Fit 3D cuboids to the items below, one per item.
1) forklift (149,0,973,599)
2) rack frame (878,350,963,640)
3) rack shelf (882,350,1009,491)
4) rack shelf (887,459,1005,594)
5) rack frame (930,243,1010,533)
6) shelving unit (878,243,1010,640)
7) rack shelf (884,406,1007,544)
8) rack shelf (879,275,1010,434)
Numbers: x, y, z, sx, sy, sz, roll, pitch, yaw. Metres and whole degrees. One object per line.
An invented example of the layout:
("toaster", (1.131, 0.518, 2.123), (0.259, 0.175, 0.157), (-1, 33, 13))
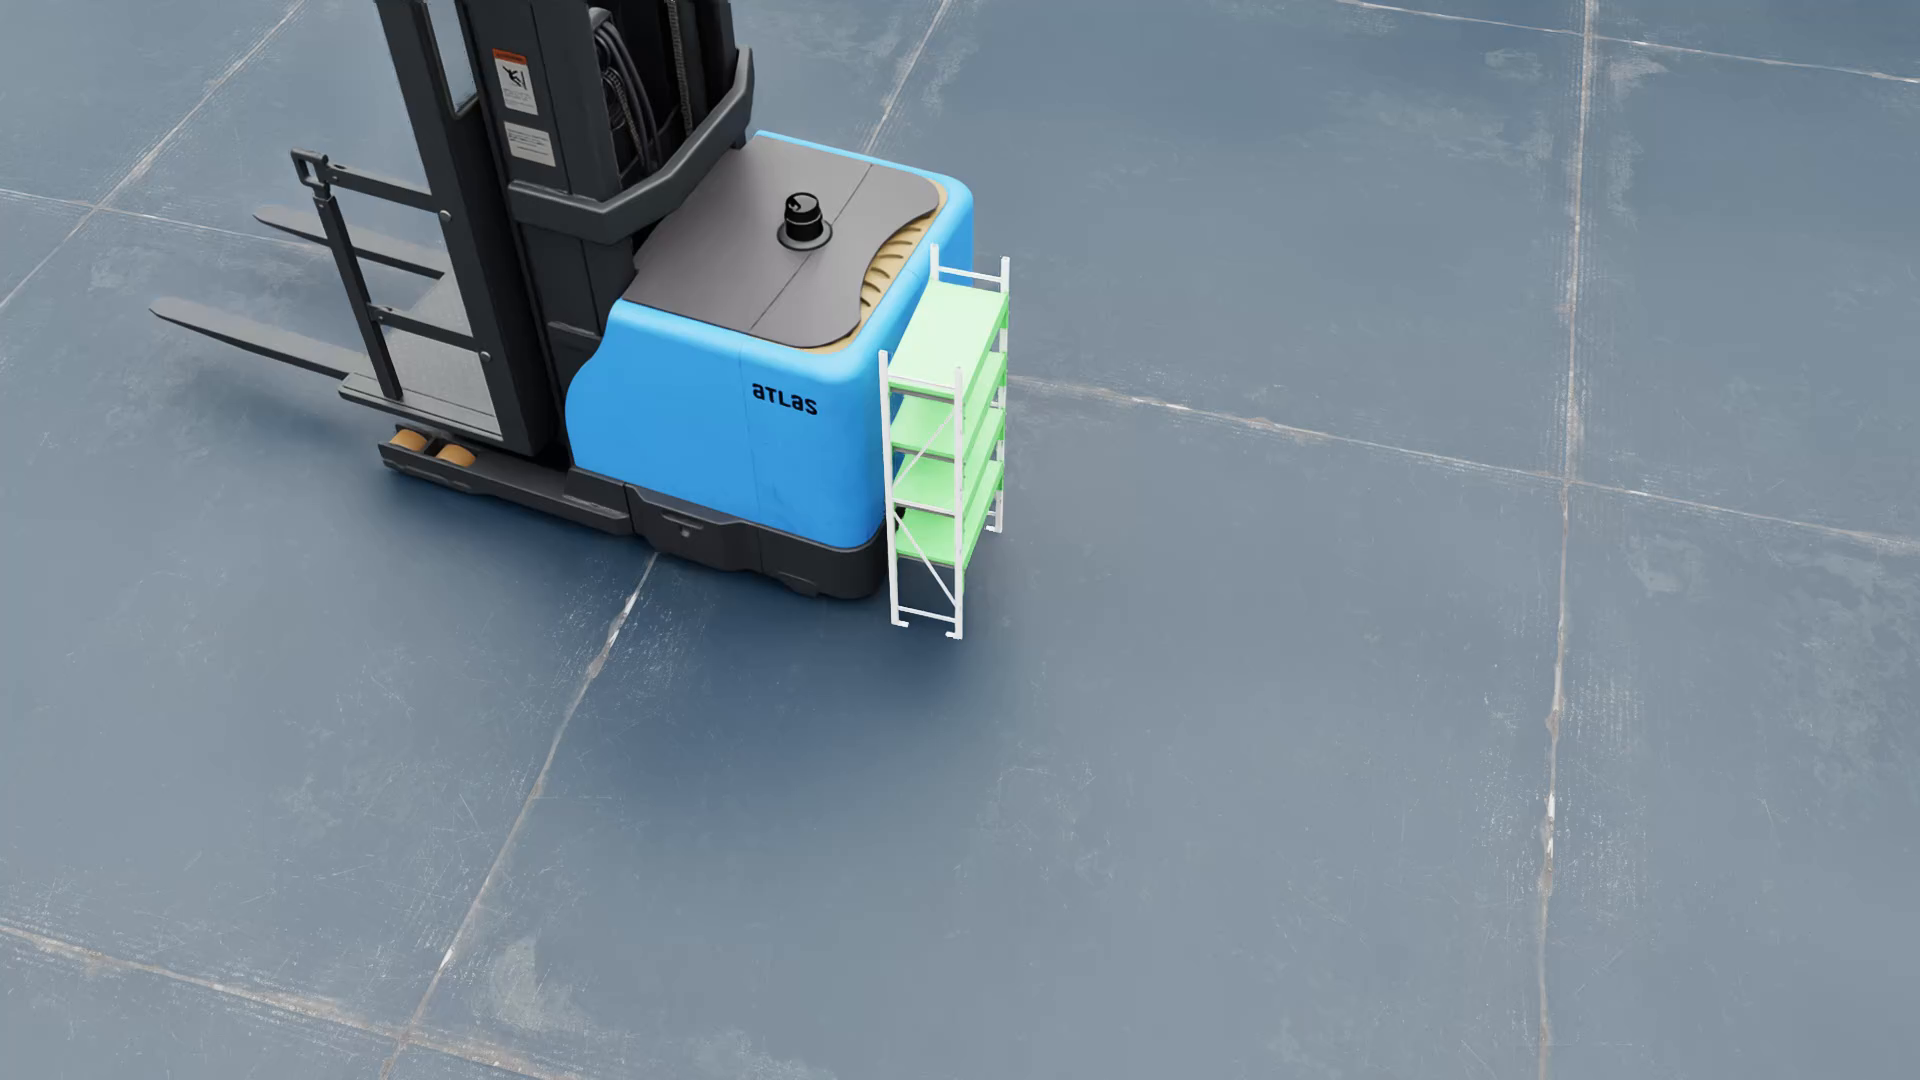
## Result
("forklift", (-1.510, -1.495, 5.114), (3.031, 2.935, 1.130), (17, 51, 14))
("rack frame", (-0.109, -0.100, 5.038), (0.240, 1.200, 0.015), (12, 50, 11))
("rack shelf", (-0.040, -0.392, 5.061), (0.258, 0.148, 0.480), (12, 50, 11))
("rack shelf", (-0.040, -0.074, 5.421), (0.258, 0.148, 0.480), (12, 50, 11))
("rack frame", (0.029, -0.451, 5.348), (0.240, 1.200, 0.015), (12, 50, 11))
("shelving unit", (-0.040, -0.275, 5.193), (0.258, 1.200, 0.503), (12, 50, 11))
("rack shelf", (-0.040, -0.233, 5.241), (0.258, 0.148, 0.480), (12, 50, 11))
("rack shelf", (-0.040, -0.551, 4.881), (0.258, 0.148, 0.480), (12, 50, 11))
